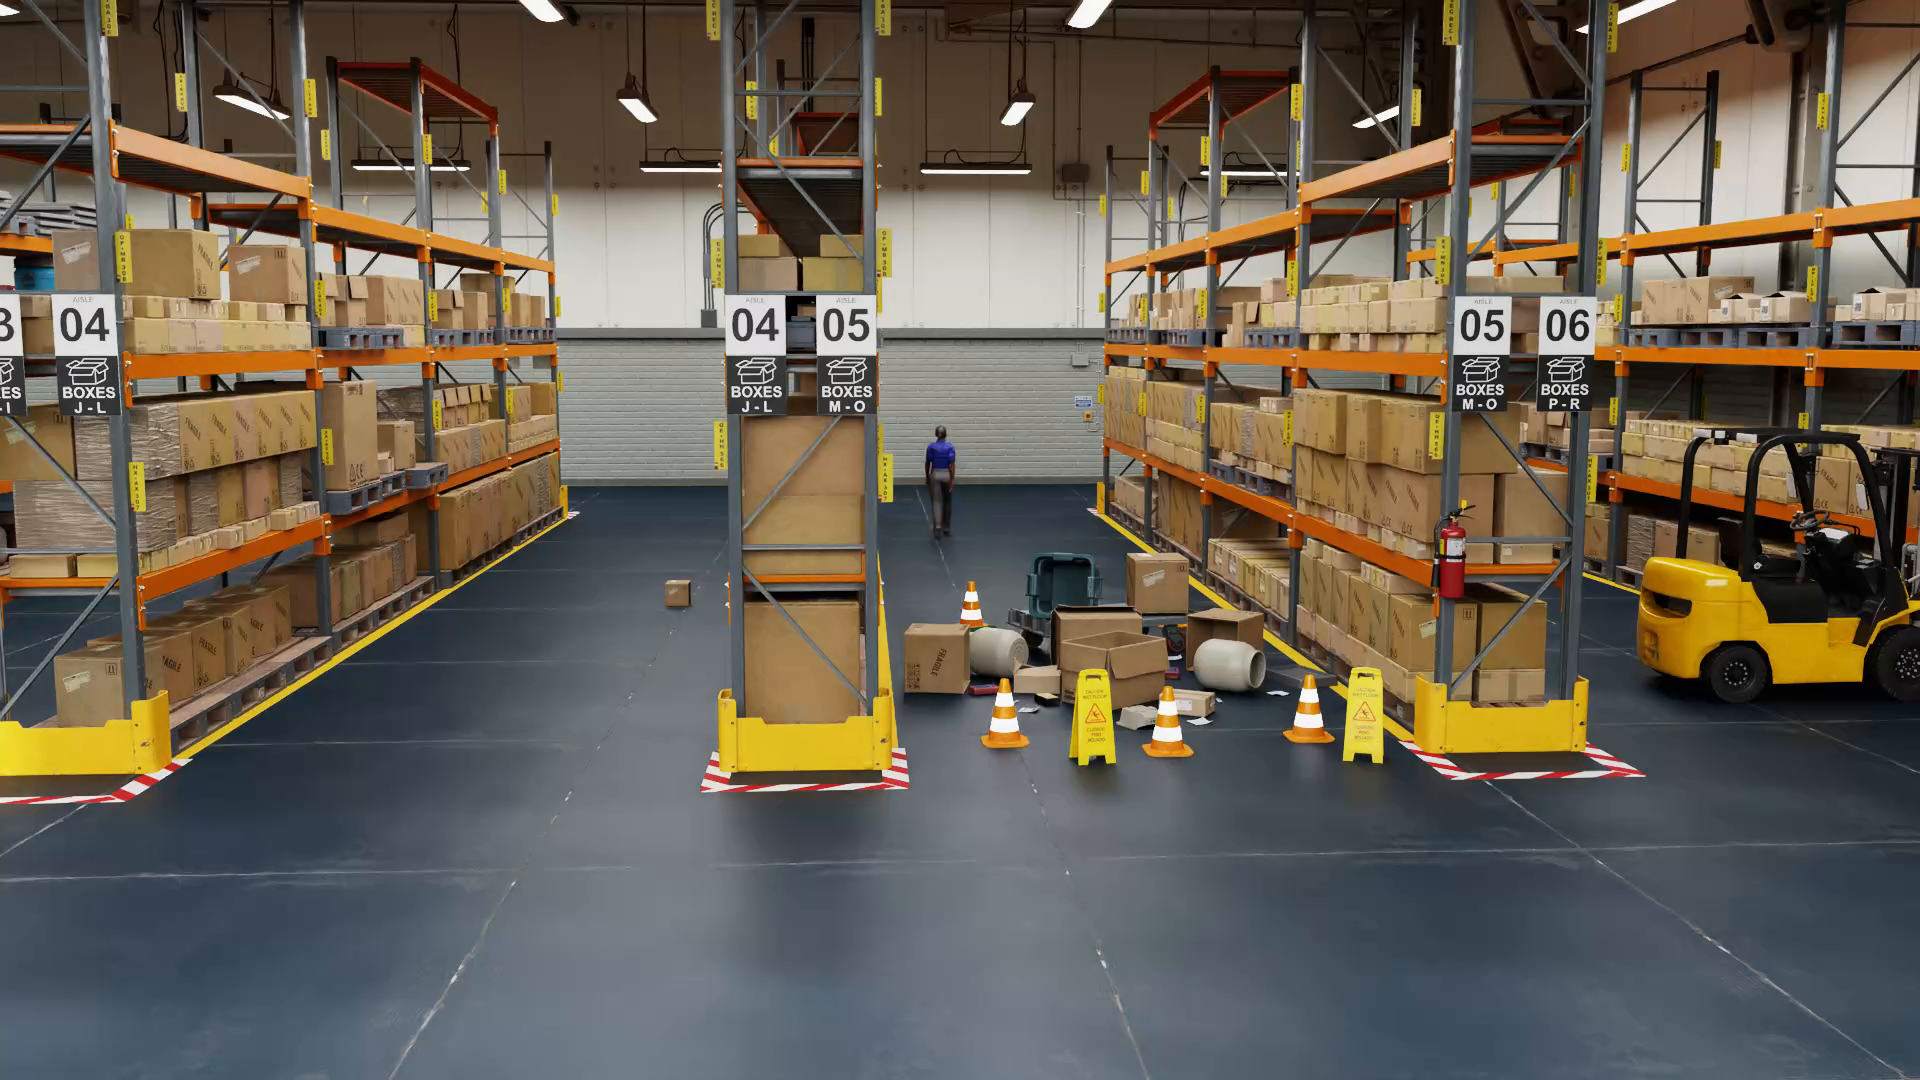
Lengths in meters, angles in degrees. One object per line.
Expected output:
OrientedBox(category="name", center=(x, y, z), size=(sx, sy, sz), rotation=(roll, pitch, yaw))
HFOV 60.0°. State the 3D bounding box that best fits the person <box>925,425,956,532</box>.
OrientedBox(category="person", center=(-0.294, -0.905, 24.654), size=(0.446, 1.602, 0.987), rotation=(-1, 7, -5))
